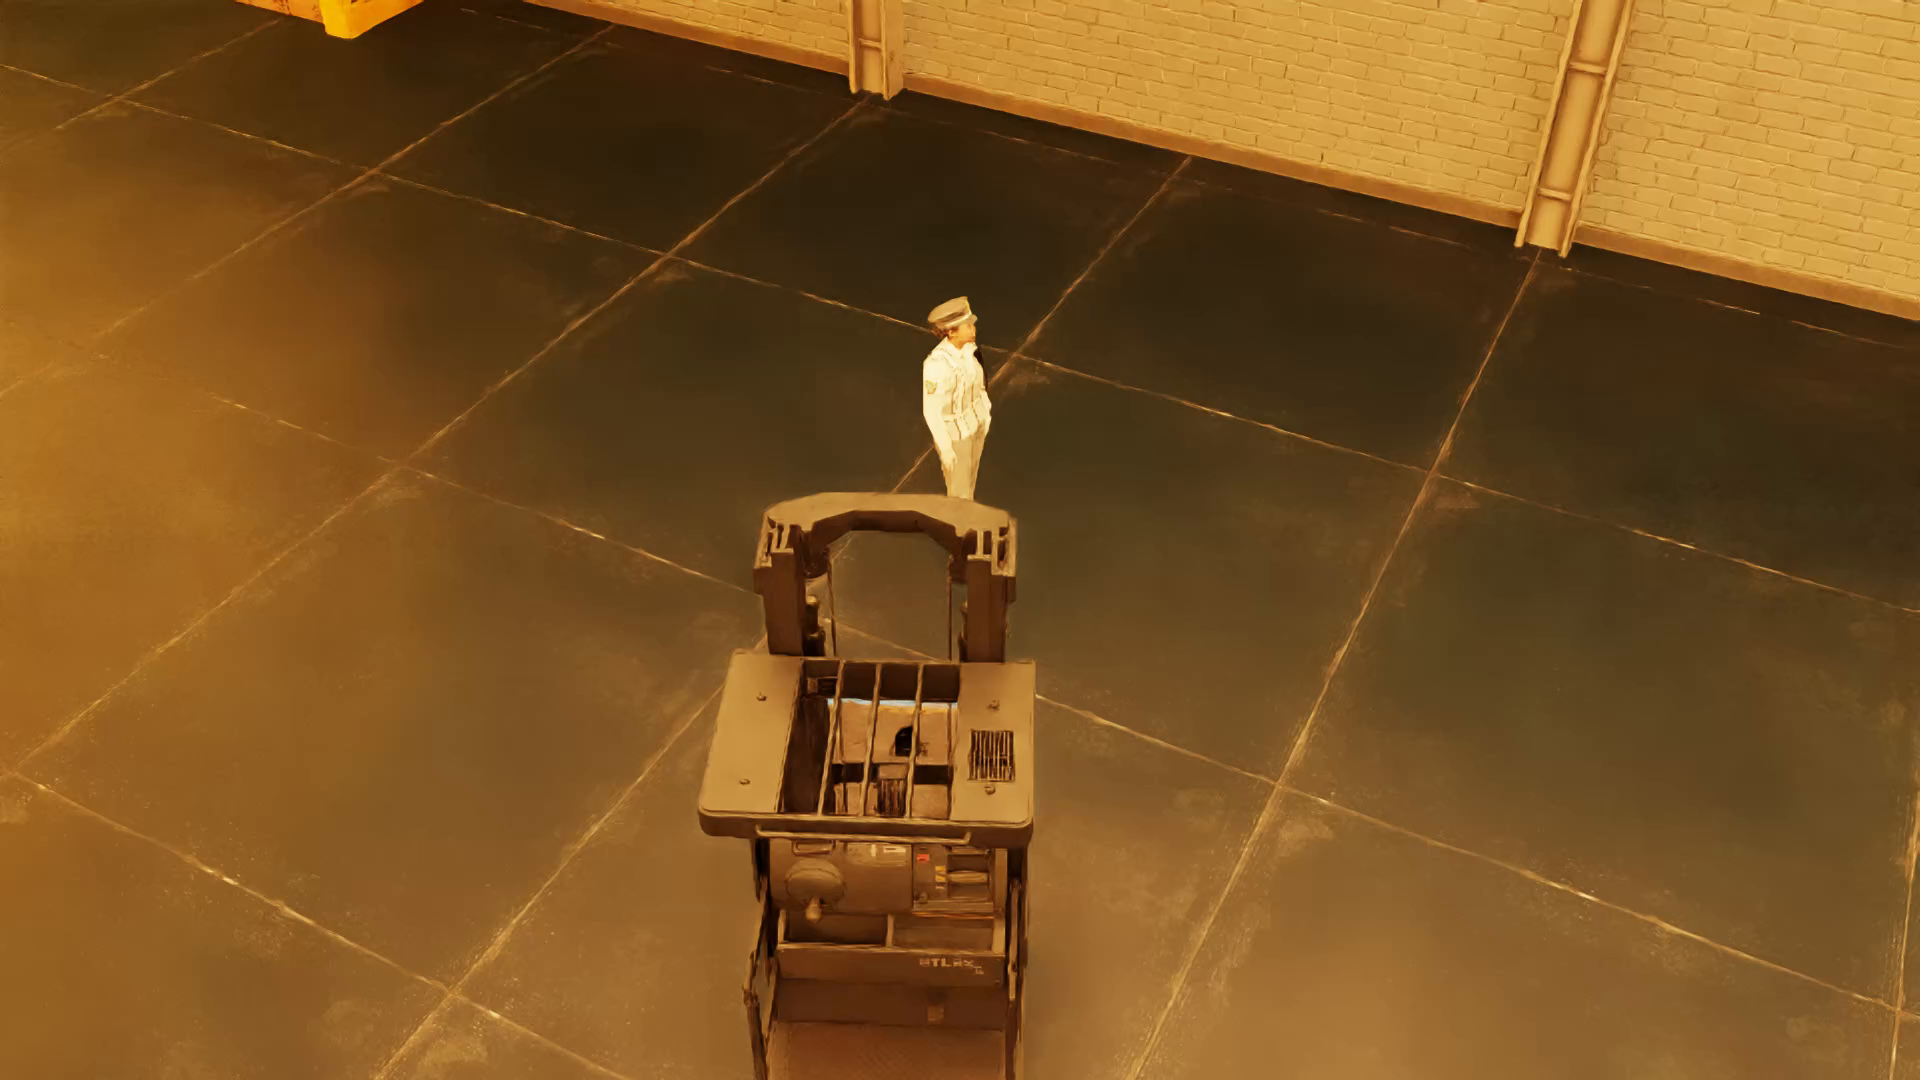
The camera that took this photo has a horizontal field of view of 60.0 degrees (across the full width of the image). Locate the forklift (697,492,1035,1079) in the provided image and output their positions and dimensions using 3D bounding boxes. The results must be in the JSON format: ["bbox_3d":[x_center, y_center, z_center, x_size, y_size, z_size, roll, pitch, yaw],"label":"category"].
[{"bbox_3d":[-0.288,1.388,6.339,1.130,2.935,3.031,2,40,2],"label":"forklift"}]

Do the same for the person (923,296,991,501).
[{"bbox_3d":[0.057,-0.630,9.682,0.532,1.695,0.586,18,43,21],"label":"person"}]
